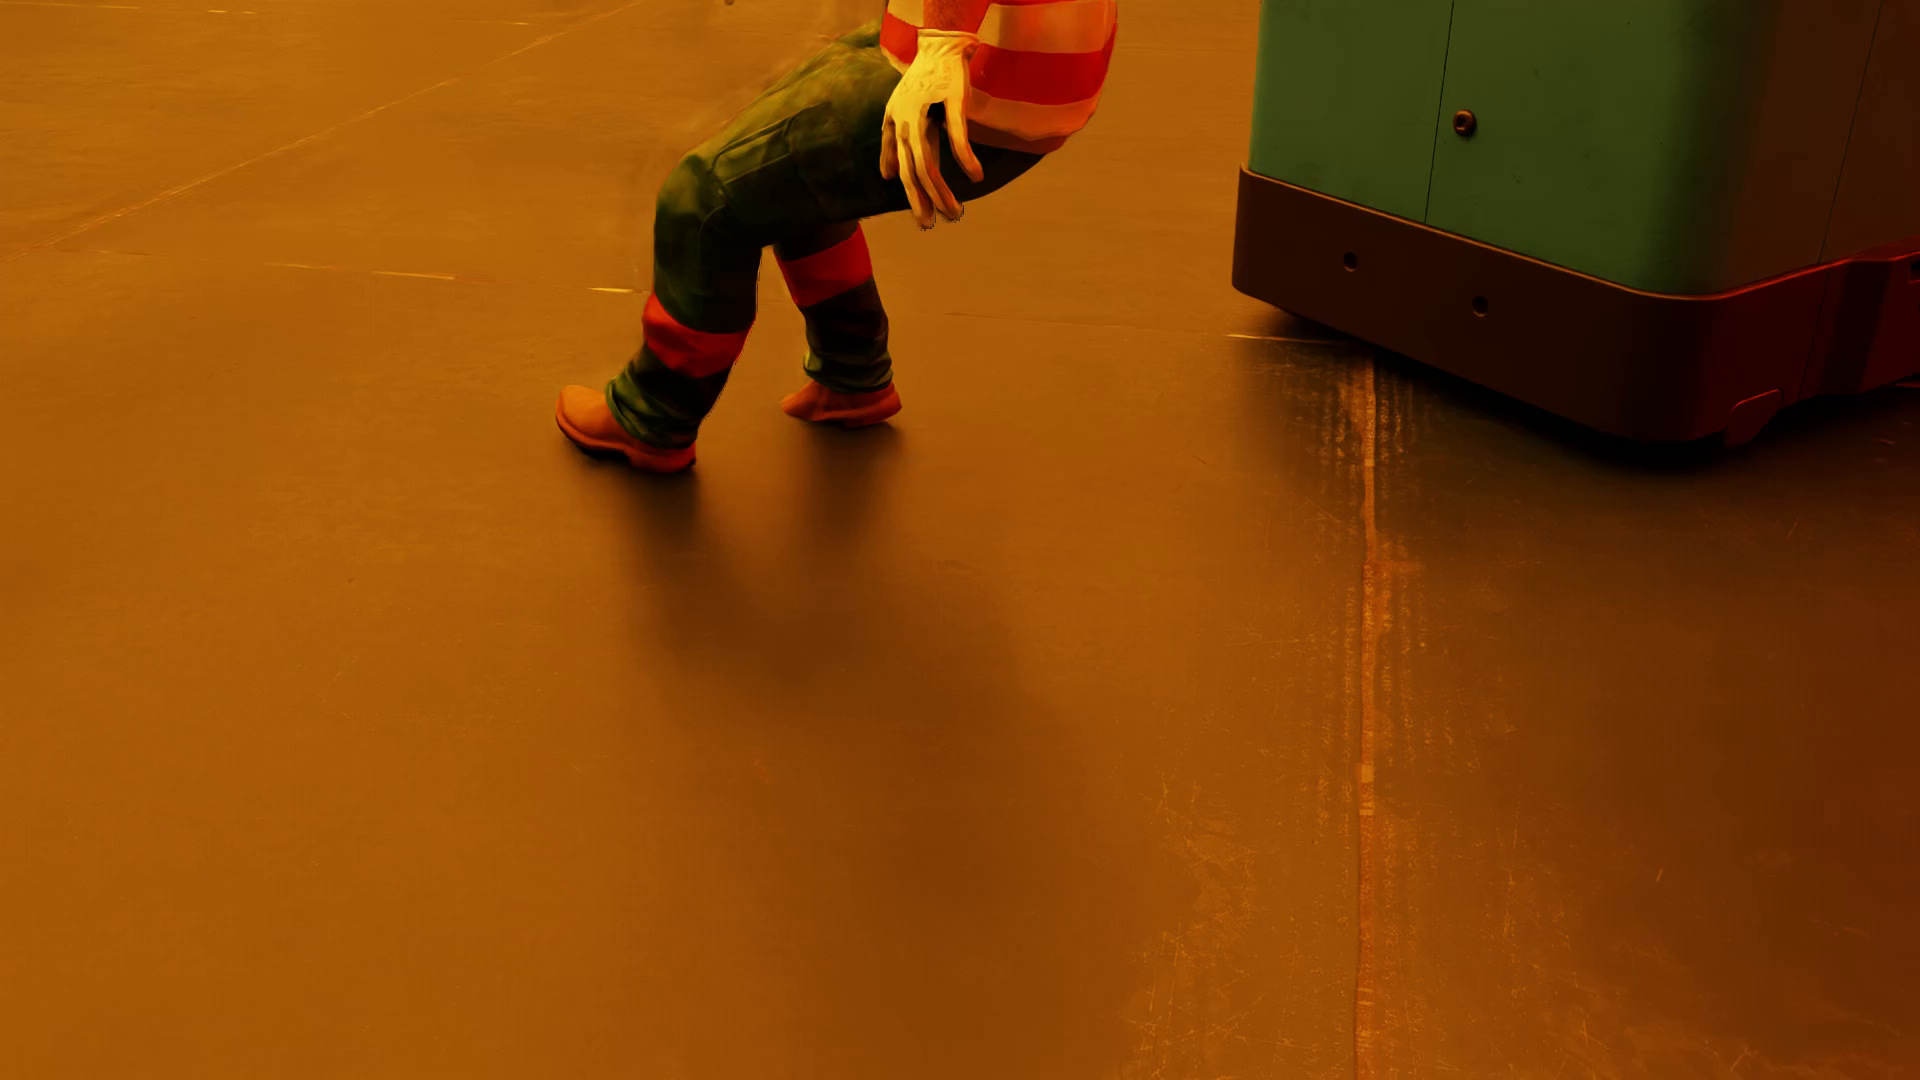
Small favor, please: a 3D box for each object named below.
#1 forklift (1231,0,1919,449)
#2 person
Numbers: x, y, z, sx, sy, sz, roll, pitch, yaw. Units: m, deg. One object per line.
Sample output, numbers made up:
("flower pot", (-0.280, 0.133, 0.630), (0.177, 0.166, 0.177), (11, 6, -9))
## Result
("forklift", (2.058, -1.956, 3.122), (3.031, 2.935, 1.130), (-17, 31, -30))
("person", (-0.265, -0.695, 2.296), (0.947, 1.534, 0.928), (5, 27, 9))
